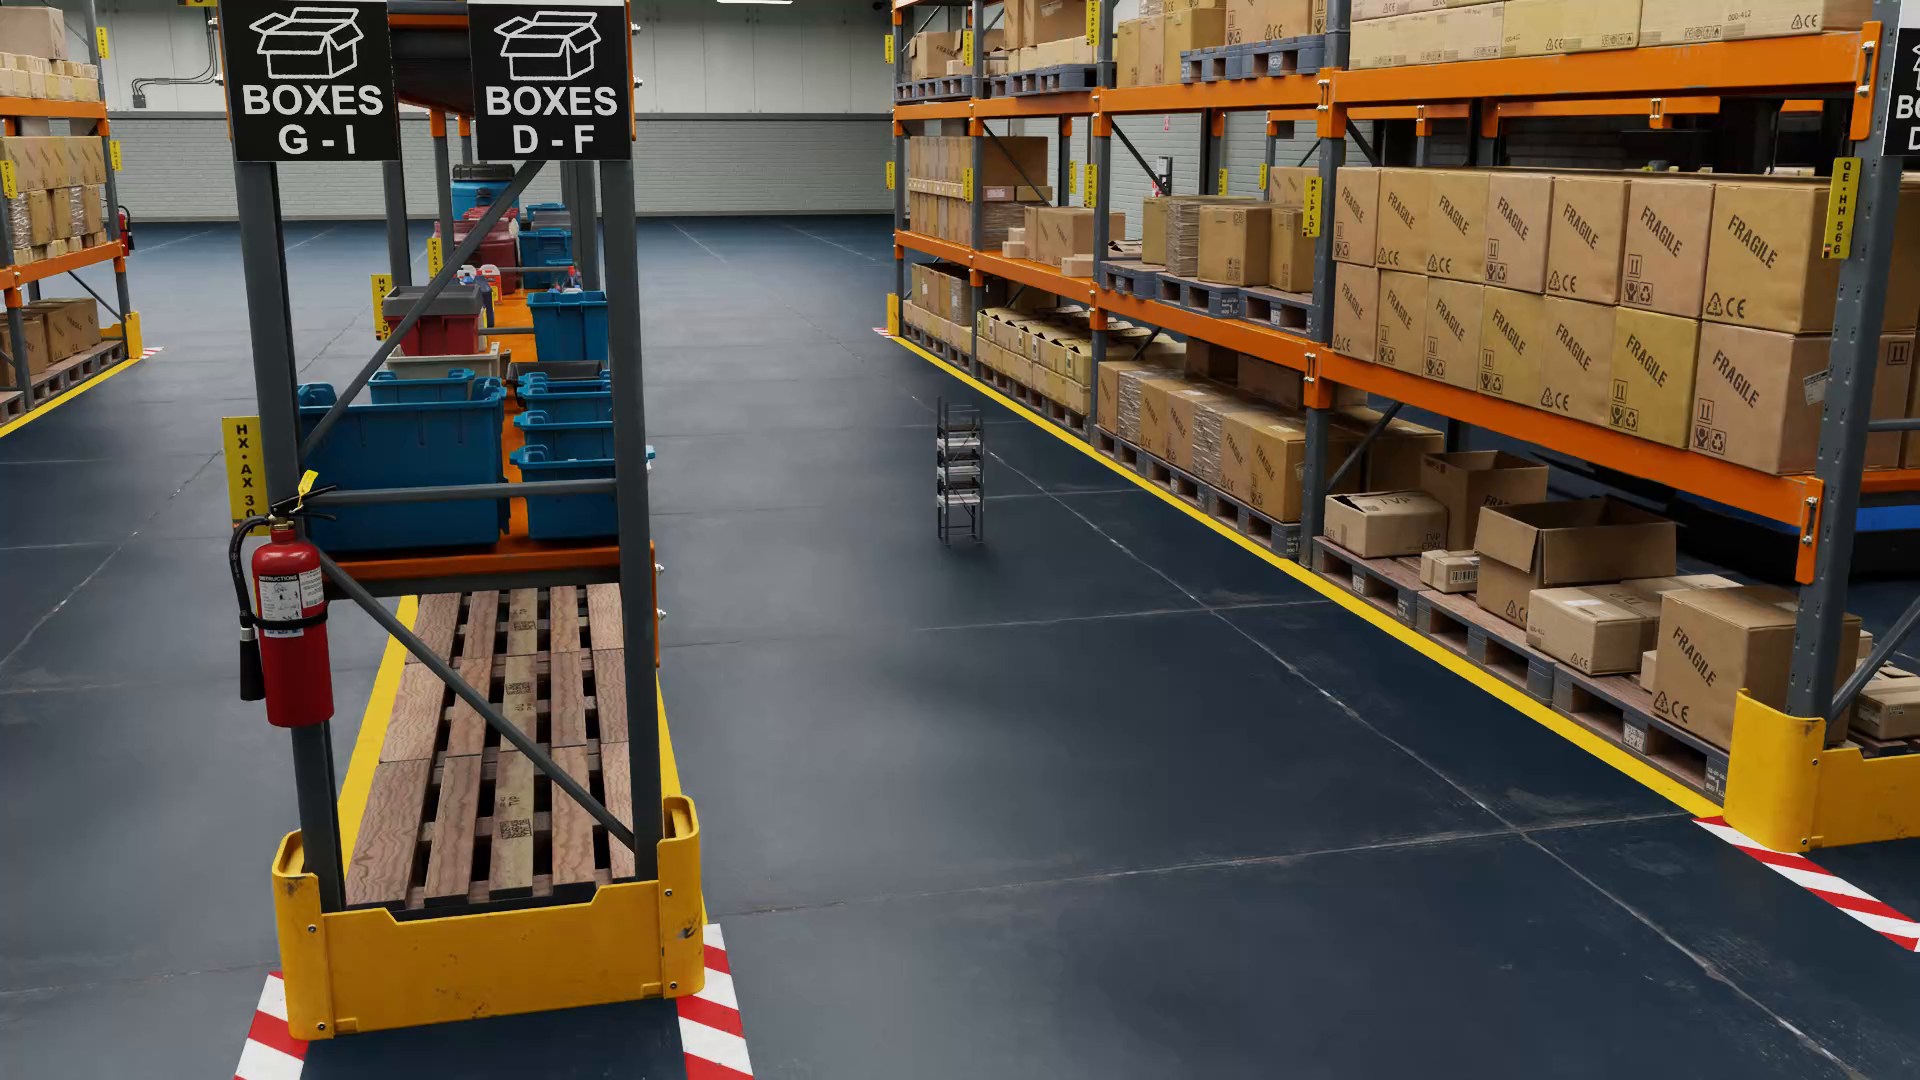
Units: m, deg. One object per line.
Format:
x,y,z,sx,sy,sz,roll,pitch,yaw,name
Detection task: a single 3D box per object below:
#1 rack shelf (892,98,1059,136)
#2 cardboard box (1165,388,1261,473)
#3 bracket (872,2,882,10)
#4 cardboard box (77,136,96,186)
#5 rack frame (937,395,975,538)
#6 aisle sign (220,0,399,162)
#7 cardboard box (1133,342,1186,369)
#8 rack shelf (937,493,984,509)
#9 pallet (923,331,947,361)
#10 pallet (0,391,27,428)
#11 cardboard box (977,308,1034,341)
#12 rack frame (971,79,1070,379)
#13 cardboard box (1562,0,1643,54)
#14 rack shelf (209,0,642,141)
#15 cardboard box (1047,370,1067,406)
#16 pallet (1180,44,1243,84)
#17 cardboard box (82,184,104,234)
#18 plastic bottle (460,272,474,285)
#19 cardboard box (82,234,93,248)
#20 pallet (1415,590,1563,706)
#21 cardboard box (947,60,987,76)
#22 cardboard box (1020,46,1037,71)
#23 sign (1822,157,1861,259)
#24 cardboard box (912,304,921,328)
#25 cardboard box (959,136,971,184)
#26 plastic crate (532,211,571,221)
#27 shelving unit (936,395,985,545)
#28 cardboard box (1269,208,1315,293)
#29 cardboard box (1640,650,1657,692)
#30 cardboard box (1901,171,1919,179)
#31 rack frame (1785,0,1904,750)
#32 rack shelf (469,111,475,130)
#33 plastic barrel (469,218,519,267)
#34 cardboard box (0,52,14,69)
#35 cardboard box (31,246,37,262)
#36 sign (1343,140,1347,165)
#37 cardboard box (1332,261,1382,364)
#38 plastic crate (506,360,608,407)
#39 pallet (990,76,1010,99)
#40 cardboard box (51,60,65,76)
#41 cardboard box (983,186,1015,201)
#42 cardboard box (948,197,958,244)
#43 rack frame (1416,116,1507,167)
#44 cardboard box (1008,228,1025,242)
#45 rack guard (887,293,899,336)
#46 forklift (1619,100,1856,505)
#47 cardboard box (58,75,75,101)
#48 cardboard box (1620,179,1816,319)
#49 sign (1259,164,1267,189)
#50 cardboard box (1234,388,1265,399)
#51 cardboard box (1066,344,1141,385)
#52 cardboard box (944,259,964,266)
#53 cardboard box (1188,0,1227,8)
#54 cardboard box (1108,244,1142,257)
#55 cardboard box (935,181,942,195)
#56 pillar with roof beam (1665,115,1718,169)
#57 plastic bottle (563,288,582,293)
0.151,-4.737,18.691,1.077,0.370,4.000,-3,14,-13,rack shelf
1.758,-0.767,11.586,0.500,0.500,0.500,-4,14,-15,cardboard box
-2.544,-16.461,51.257,0.235,0.232,0.430,-3,14,-13,bracket
-9.457,-3.990,17.494,0.500,0.500,0.500,-3,14,-13,cardboard box
-0.022,-0.459,10.409,0.240,0.900,0.006,-3,14,-13,rack frame
-1.645,-1.354,4.172,0.394,0.787,0.004,-3,14,-13,aisle sign
1.722,-1.523,14.067,0.500,0.311,0.500,-3,14,-11,cardboard box
0.002,-0.228,10.363,0.258,0.077,0.200,-3,14,-13,rack shelf
0.184,-2.281,19.318,1.003,0.211,1.213,-3,14,-13,pallet
-8.825,-1.082,14.412,1.003,0.211,1.213,-3,14,-13,pallet
0.475,-2.199,16.836,0.500,0.311,0.500,-3,14,-13,cardboard box
0.621,-3.168,17.073,1.000,3.000,0.127,-3,14,-13,rack frame
2.825,-2.118,6.772,0.500,0.250,0.500,-3,14,-13,cardboard box
-1.847,-1.693,6.233,1.077,0.370,4.000,-3,14,-13,rack shelf
1.075,-1.340,14.499,0.500,0.250,0.500,-3,14,-14,cardboard box
2.168,-3.081,10.795,1.213,0.211,1.003,-3,14,-13,pallet
-9.613,-3.495,17.576,0.875,0.500,0.500,-3,14,-13,cardboard box
-3.300,-1.658,11.163,0.097,0.271,0.097,0,14,0,plastic bottle
-9.471,-3.192,17.701,0.380,0.149,0.250,-3,14,-13,cardboard box
2.950,0.473,8.047,1.003,0.211,1.213,-3,14,-13,pallet
0.072,-5.038,17.757,0.380,0.149,0.250,-3,14,-13,cardboard box
0.888,-4.487,15.583,0.500,0.250,0.500,-5,15,-19,cardboard box
2.895,-1.089,5.459,0.100,0.325,0.005,-3,14,-13,sign
-0.288,-2.708,20.098,0.500,0.250,0.500,-3,14,-13,cardboard box
0.390,-4.065,17.801,0.700,0.500,0.500,-3,14,-13,cardboard box
-3.784,-2.829,15.551,0.402,0.464,0.583,-3,14,-13,plastic crate
0.002,-0.435,10.313,0.258,0.900,0.210,-3,14,-13,shelving unit
2.382,-1.852,10.590,0.700,0.500,0.500,-1,14,-4,cardboard box
3.064,0.553,6.886,0.380,0.166,0.250,-3,14,-13,cardboard box
6.725,-2.496,11.863,0.500,0.250,0.500,-3,14,-12,cardboard box
3.439,-0.399,5.742,1.000,3.000,0.127,-3,14,-13,rack frame
-4.665,-4.462,17.564,1.077,0.370,4.000,-3,14,-13,rack shelf
-3.804,-2.347,13.476,0.421,0.512,0.421,0,14,0,plastic barrel
-8.958,-4.408,15.306,0.380,0.149,0.250,-3,14,-13,cardboard box
-8.899,-2.675,15.586,0.380,0.149,0.250,-3,14,-13,cardboard box
5.040,-5.110,21.916,0.100,0.325,0.005,-3,14,-13,sign
2.354,-1.238,8.963,0.500,0.500,0.500,-3,14,-12,cardboard box
-1.792,-0.699,7.422,0.437,0.125,0.590,-3,14,-13,plastic crate
0.840,-4.329,15.910,0.805,0.209,1.217,-4,14,-15,pallet
-9.282,-4.770,16.787,0.380,0.149,0.250,-4,14,-16,cardboard box
0.348,-3.582,17.192,0.380,0.149,0.250,-3,14,-13,cardboard box
0.266,-3.556,18.450,0.700,0.500,0.500,-3,14,-12,cardboard box
5.435,-3.445,18.206,1.000,3.000,0.127,-3,14,-13,rack frame
0.779,-2.984,16.636,0.500,0.250,0.500,-2,14,-10,cardboard box
-0.325,-2.882,21.169,1.175,0.500,0.348,-3,14,-13,rack guard
5.508,-1.951,12.236,3.258,2.935,6.269,-3,14,-12,forklift
-9.357,-4.593,16.901,0.500,0.250,0.500,-3,14,-12,cardboard box
2.948,-1.138,6.446,0.500,0.500,0.500,-3,14,-12,cardboard box
3.968,-4.758,21.757,0.100,0.325,0.005,-3,14,-13,sign
2.258,-0.802,11.728,0.500,0.500,0.500,-4,14,-15,cardboard box
1.198,-1.493,13.944,0.500,0.311,0.500,-3,14,-12,cardboard box
0.096,-3.216,20.599,0.500,0.500,0.500,-3,14,-13,cardboard box
1.896,-3.900,11.433,0.500,0.500,0.500,-3,14,-13,cardboard box
1.517,-2.288,13.660,0.500,0.311,0.500,-2,14,-10,cardboard box
-0.076,-3.997,18.890,0.380,0.149,0.250,-3,14,-13,cardboard box
2.725,-5.544,14.160,9.100,9.000,0.400,-3,14,-13,pillar with roof beam
-2.327,-1.382,10.024,0.152,0.276,0.135,-3,14,-13,plastic bottle
